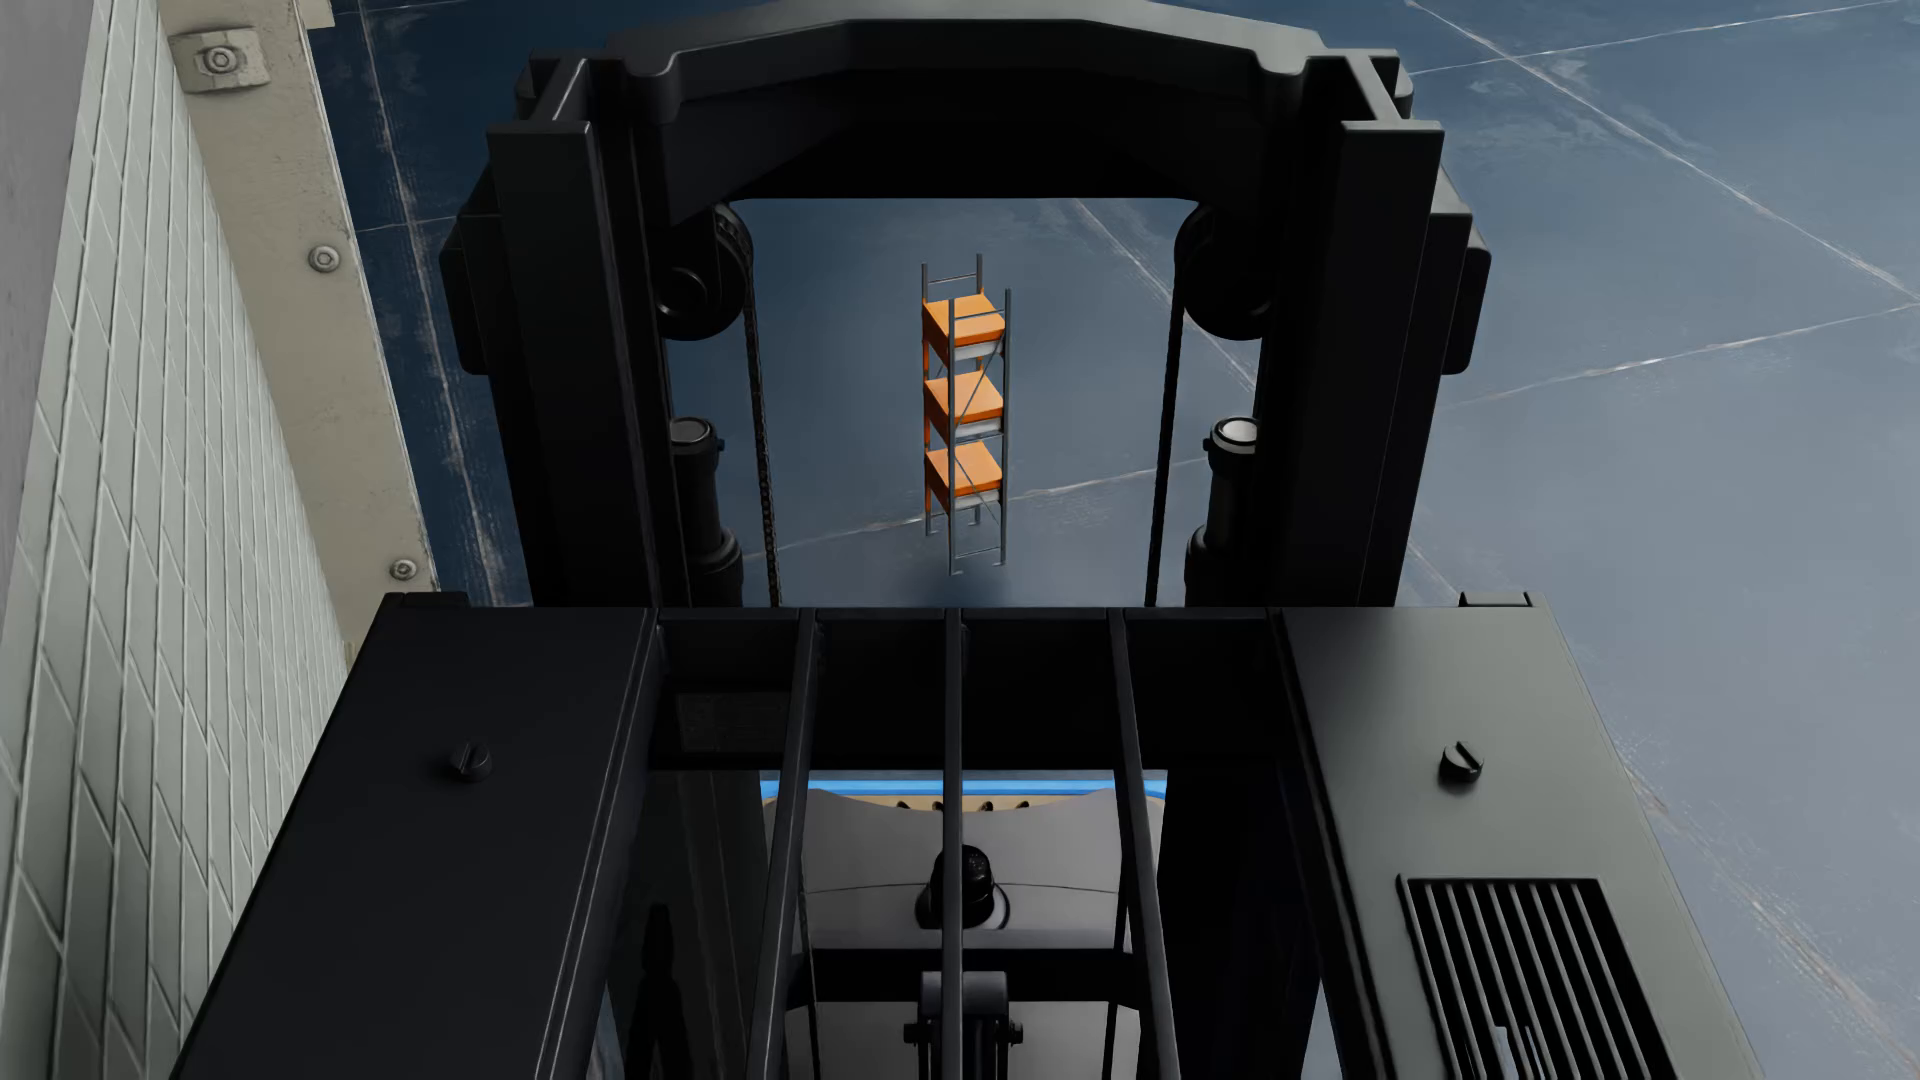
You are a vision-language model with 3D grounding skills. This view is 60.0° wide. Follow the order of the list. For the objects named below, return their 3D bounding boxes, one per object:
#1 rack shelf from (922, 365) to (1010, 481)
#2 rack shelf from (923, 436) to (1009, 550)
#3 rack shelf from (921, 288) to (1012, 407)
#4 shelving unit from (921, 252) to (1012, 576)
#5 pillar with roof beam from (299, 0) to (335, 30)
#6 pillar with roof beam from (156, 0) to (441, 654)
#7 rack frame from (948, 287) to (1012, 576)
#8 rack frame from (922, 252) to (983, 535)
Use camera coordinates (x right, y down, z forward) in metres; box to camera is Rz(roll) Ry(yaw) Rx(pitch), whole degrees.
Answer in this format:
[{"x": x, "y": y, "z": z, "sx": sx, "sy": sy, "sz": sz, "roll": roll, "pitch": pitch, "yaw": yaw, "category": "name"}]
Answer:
[{"x": 0.018, "y": -0.381, "z": 5.400, "sx": 0.215, "sy": 0.259, "sz": 0.240, "roll": -12, "pitch": 39, "yaw": -16, "category": "rack shelf"}, {"x": 0.018, "y": -0.159, "z": 5.568, "sx": 0.215, "sy": 0.259, "sz": 0.240, "roll": -12, "pitch": 39, "yaw": -16, "category": "rack shelf"}, {"x": 0.018, "y": -0.607, "z": 5.230, "sx": 0.215, "sy": 0.259, "sz": 0.240, "roll": -12, "pitch": 39, "yaw": -16, "category": "rack shelf"}, {"x": 0.018, "y": -0.389, "z": 5.394, "sx": 0.215, "sy": 1.050, "sz": 0.252, "roll": -12, "pitch": 39, "yaw": -16, "category": "shelving unit"}, {"x": 0.164, "y": -7.580, "z": 8.333, "sx": 9.100, "sy": 9.000, "sz": 0.400, "roll": -12, "pitch": 39, "yaw": -16, "category": "pillar with roof beam"}, {"x": 2.229, "y": -4.190, "z": 3.833, "sx": 9.100, "sy": 9.000, "sz": 0.400, "roll": -12, "pitch": 39, "yaw": -16, "category": "pillar with roof beam"}, {"x": 0.060, "y": -0.320, "z": 5.303, "sx": 0.200, "sy": 1.050, "sz": 0.008, "roll": -12, "pitch": 39, "yaw": -16, "category": "rack frame"}, {"x": -0.024, "y": -0.458, "z": 5.486, "sx": 0.200, "sy": 1.050, "sz": 0.008, "roll": -12, "pitch": 39, "yaw": -16, "category": "rack frame"}]
